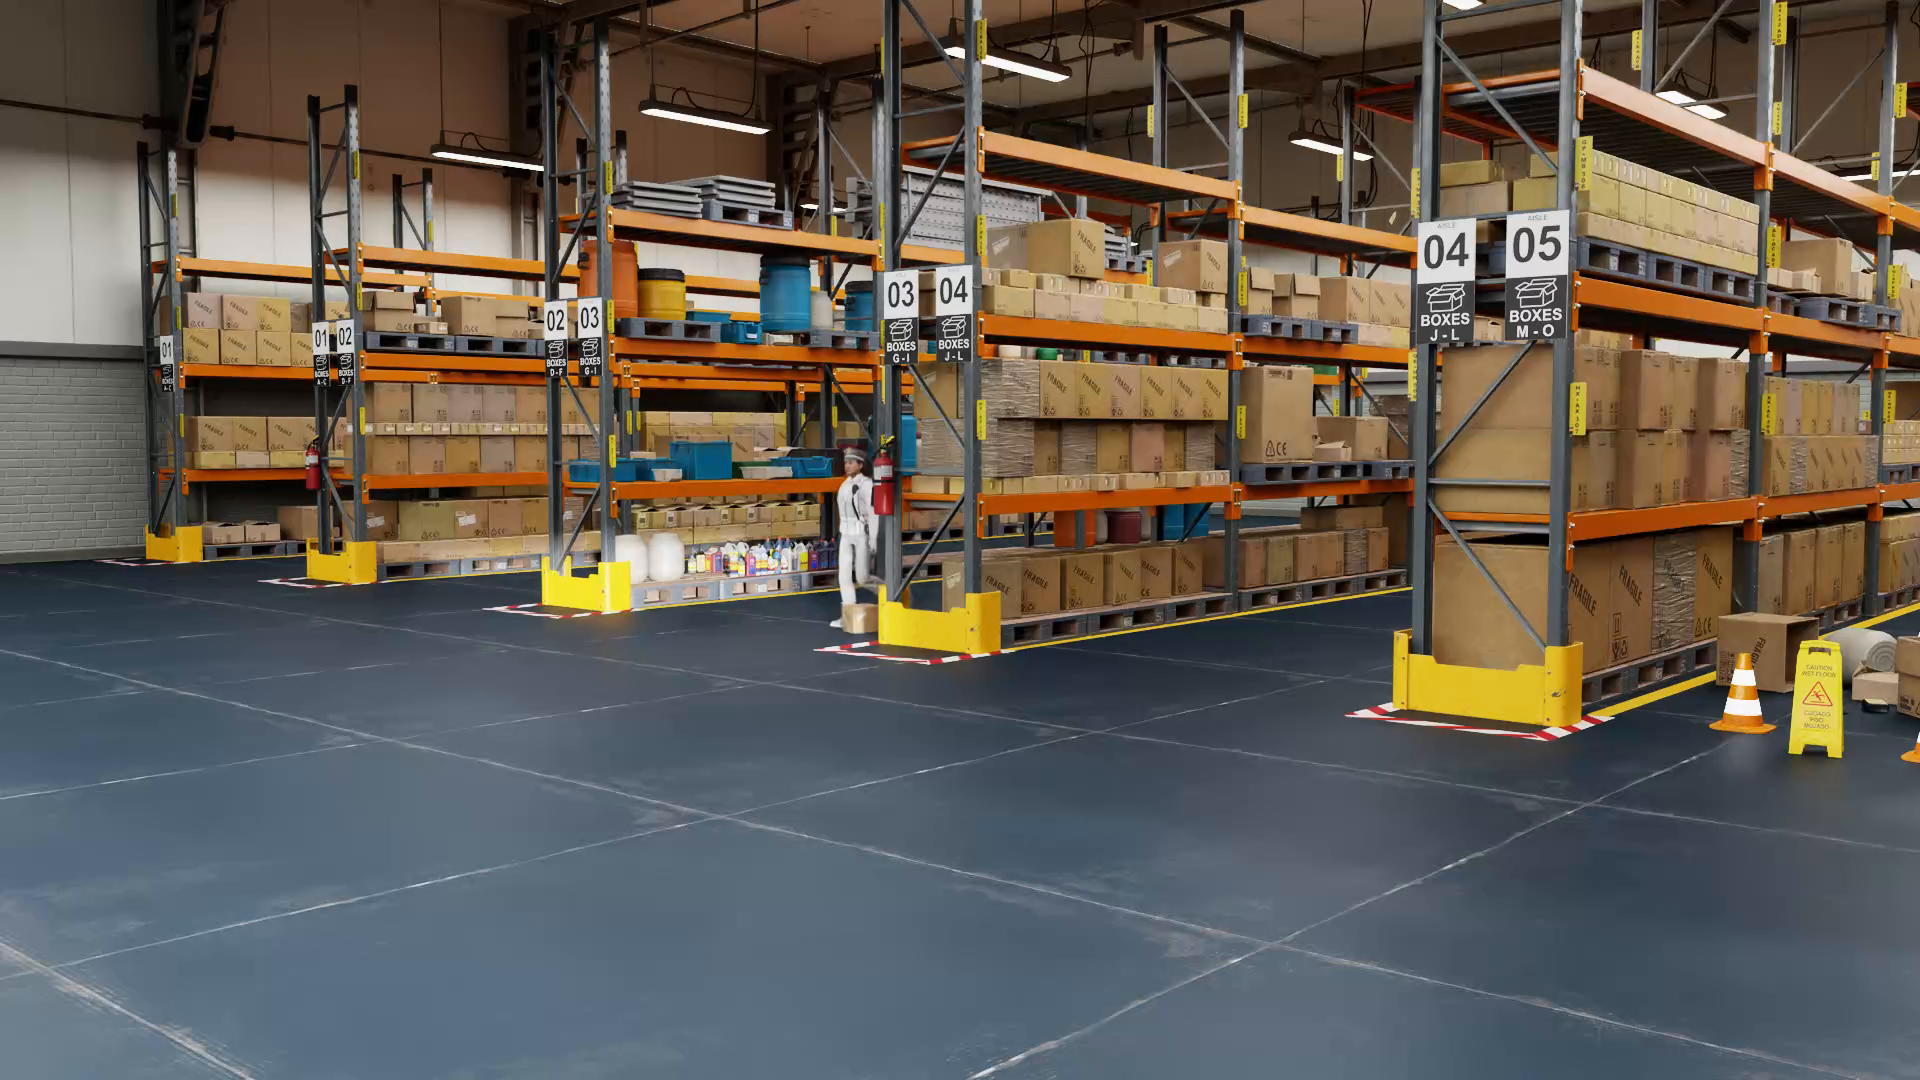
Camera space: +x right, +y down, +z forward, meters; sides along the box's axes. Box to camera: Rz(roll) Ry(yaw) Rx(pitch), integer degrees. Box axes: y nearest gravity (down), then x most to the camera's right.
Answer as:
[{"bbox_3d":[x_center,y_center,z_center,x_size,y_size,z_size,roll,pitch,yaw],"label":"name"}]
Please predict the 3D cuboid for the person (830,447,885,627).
[{"bbox_3d":[-0.889,-0.031,15.528,0.653,1.672,0.485,-4,5,-44],"label":"person"}]
